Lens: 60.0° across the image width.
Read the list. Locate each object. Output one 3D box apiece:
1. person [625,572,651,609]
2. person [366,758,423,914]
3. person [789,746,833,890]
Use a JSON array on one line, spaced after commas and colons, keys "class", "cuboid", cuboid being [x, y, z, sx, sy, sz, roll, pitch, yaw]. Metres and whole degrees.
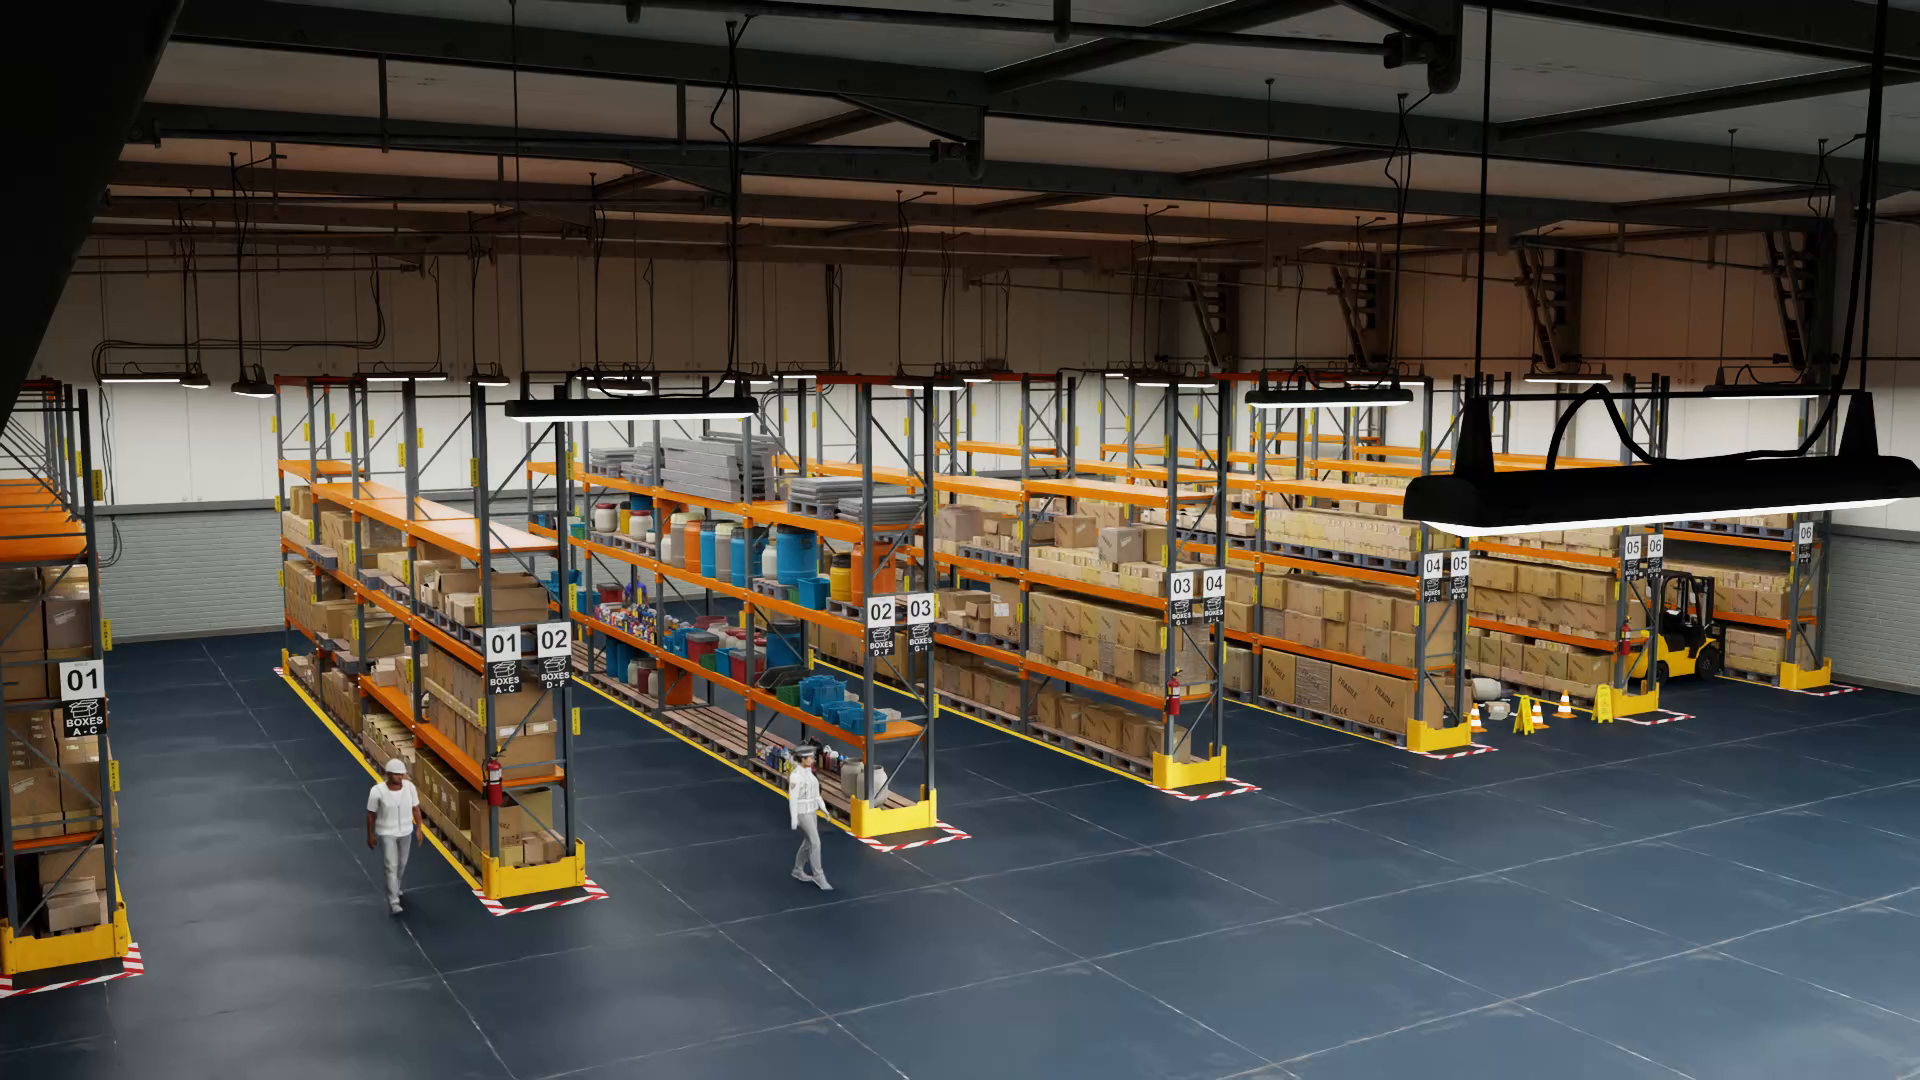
[{"class": "person", "cuboid": [-7.153, 1.540, 36.861, 0.496, 1.491, 1.033, -4, 7, -32]}, {"class": "person", "cuboid": [-6.508, 3.383, 19.221, 0.935, 1.743, 0.573, 6, 9, 45]}, {"class": "person", "cuboid": [-1.770, 3.334, 20.046, 0.628, 1.700, 0.511, 2, 7, 17]}]
